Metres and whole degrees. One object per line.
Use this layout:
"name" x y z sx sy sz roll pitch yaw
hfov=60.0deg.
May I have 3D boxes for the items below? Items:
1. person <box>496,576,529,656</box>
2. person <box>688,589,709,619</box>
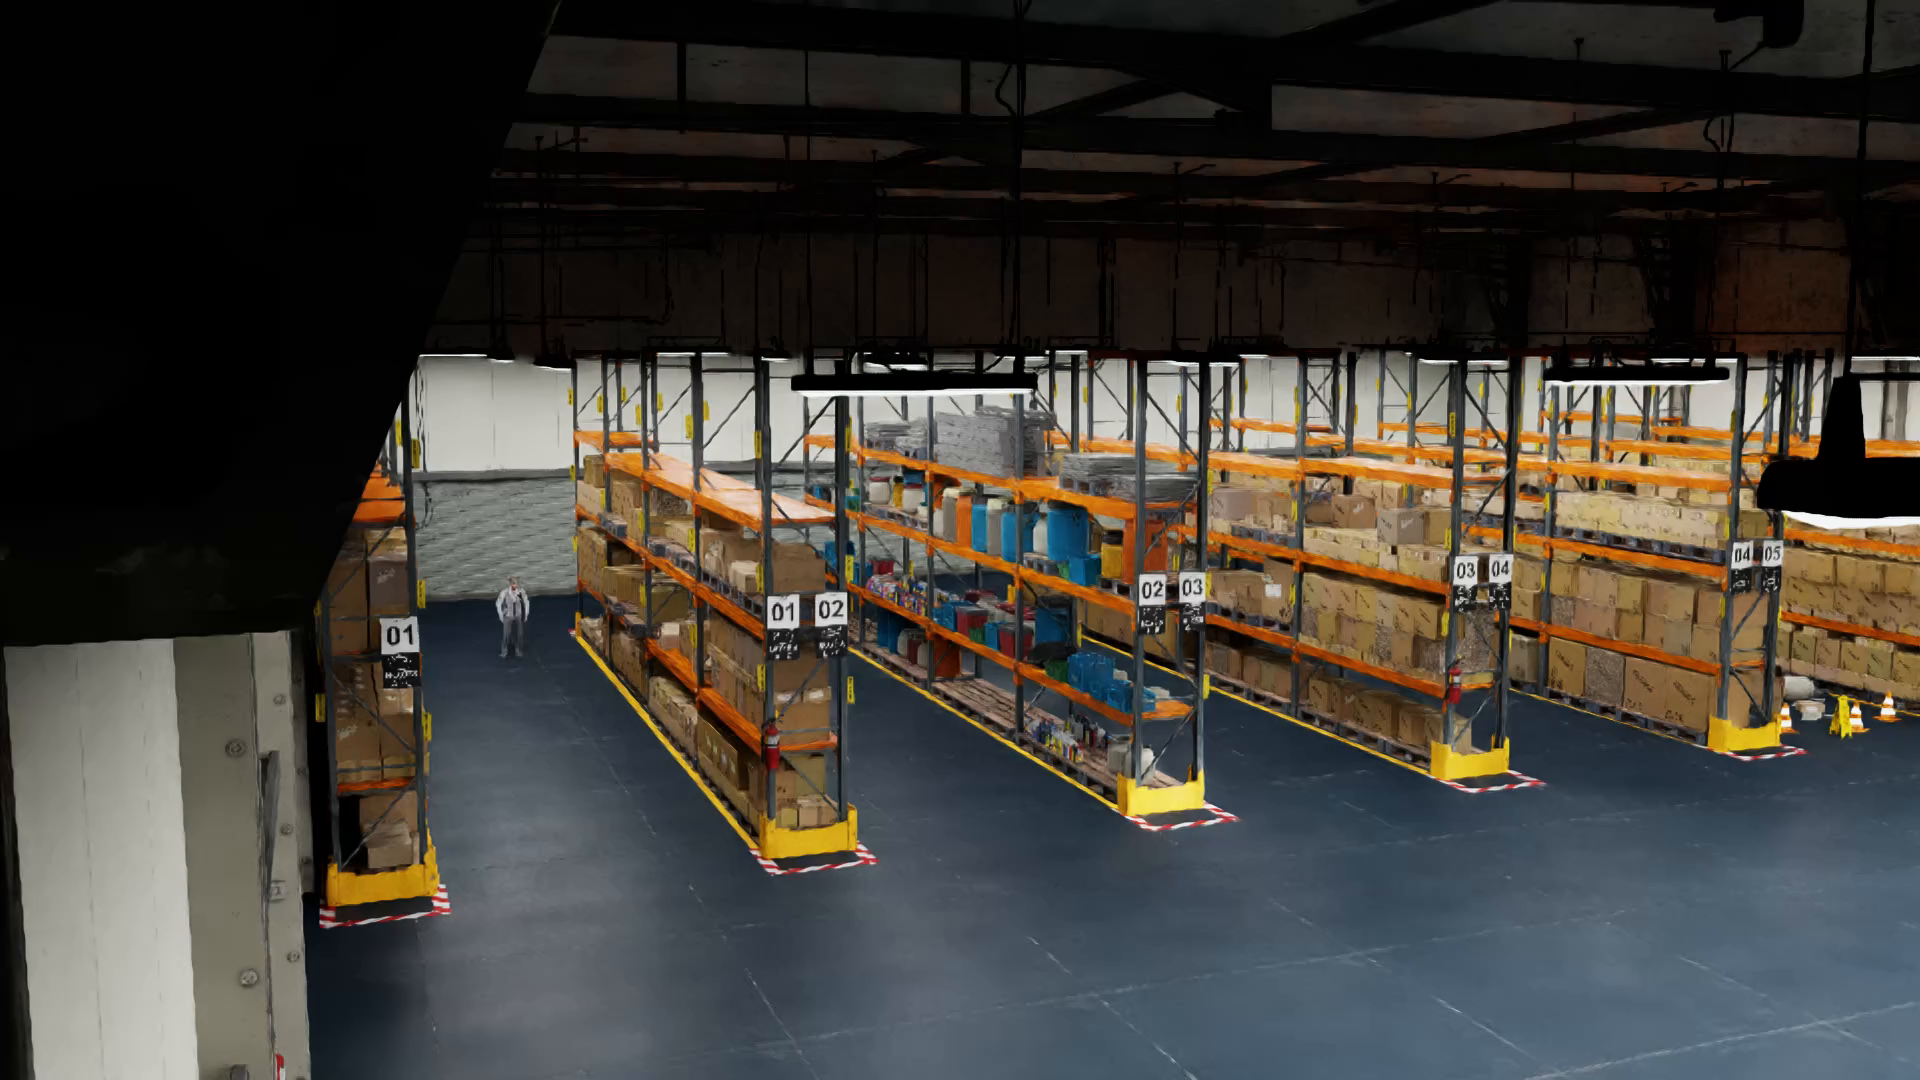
"person" -8.753 1.486 32.569 0.639 1.632 0.512 -3 8 -23
"person" -5.204 1.447 33.164 0.415 1.517 1.041 -3 8 -23
